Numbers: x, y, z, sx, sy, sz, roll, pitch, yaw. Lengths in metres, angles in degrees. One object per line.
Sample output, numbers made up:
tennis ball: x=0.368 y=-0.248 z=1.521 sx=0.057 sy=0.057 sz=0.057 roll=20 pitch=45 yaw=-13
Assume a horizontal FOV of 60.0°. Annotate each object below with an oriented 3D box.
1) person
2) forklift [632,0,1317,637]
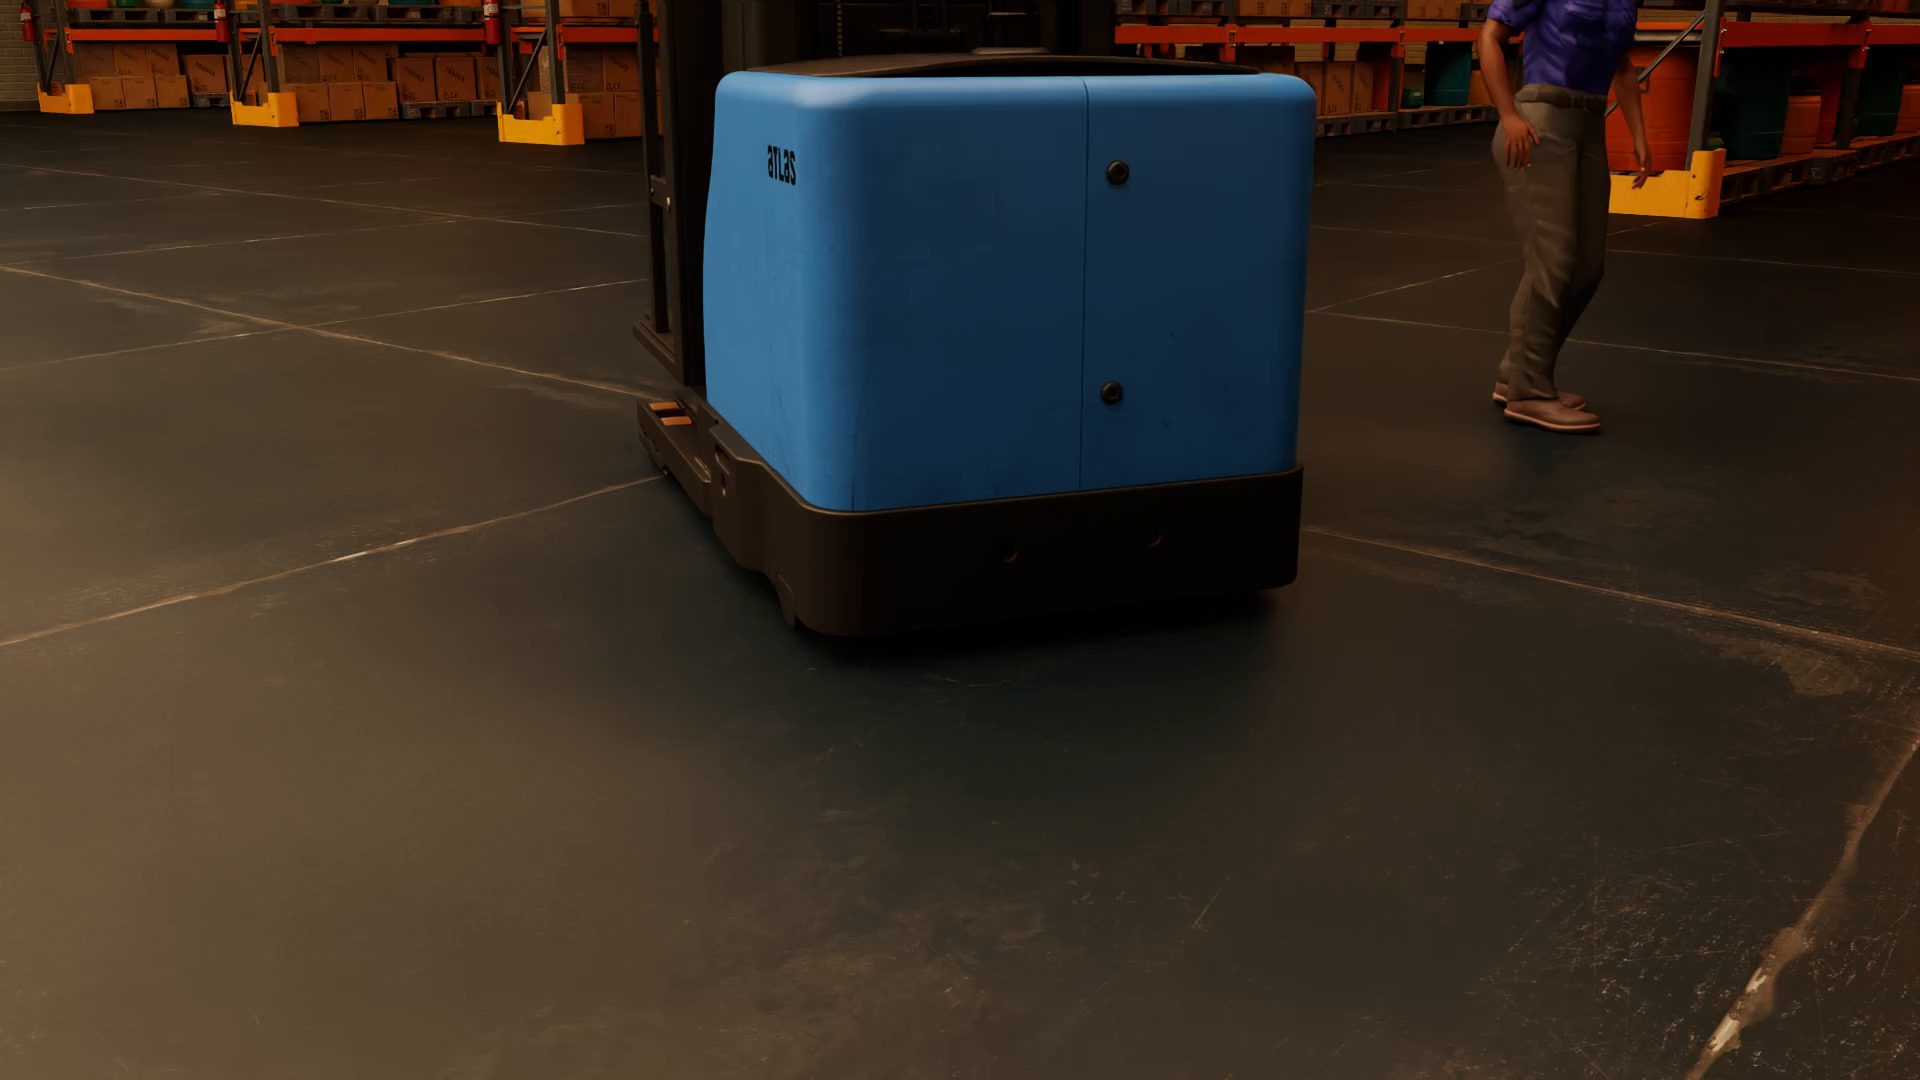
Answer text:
person: x=1.868 y=-1.172 z=4.994 sx=0.663 sy=1.637 sz=0.471 roll=-13 pitch=21 yaw=-36
forklift: x=-0.272 y=-1.608 z=4.194 sx=1.130 sy=2.935 sz=3.031 roll=-6 pitch=18 yaw=-19
